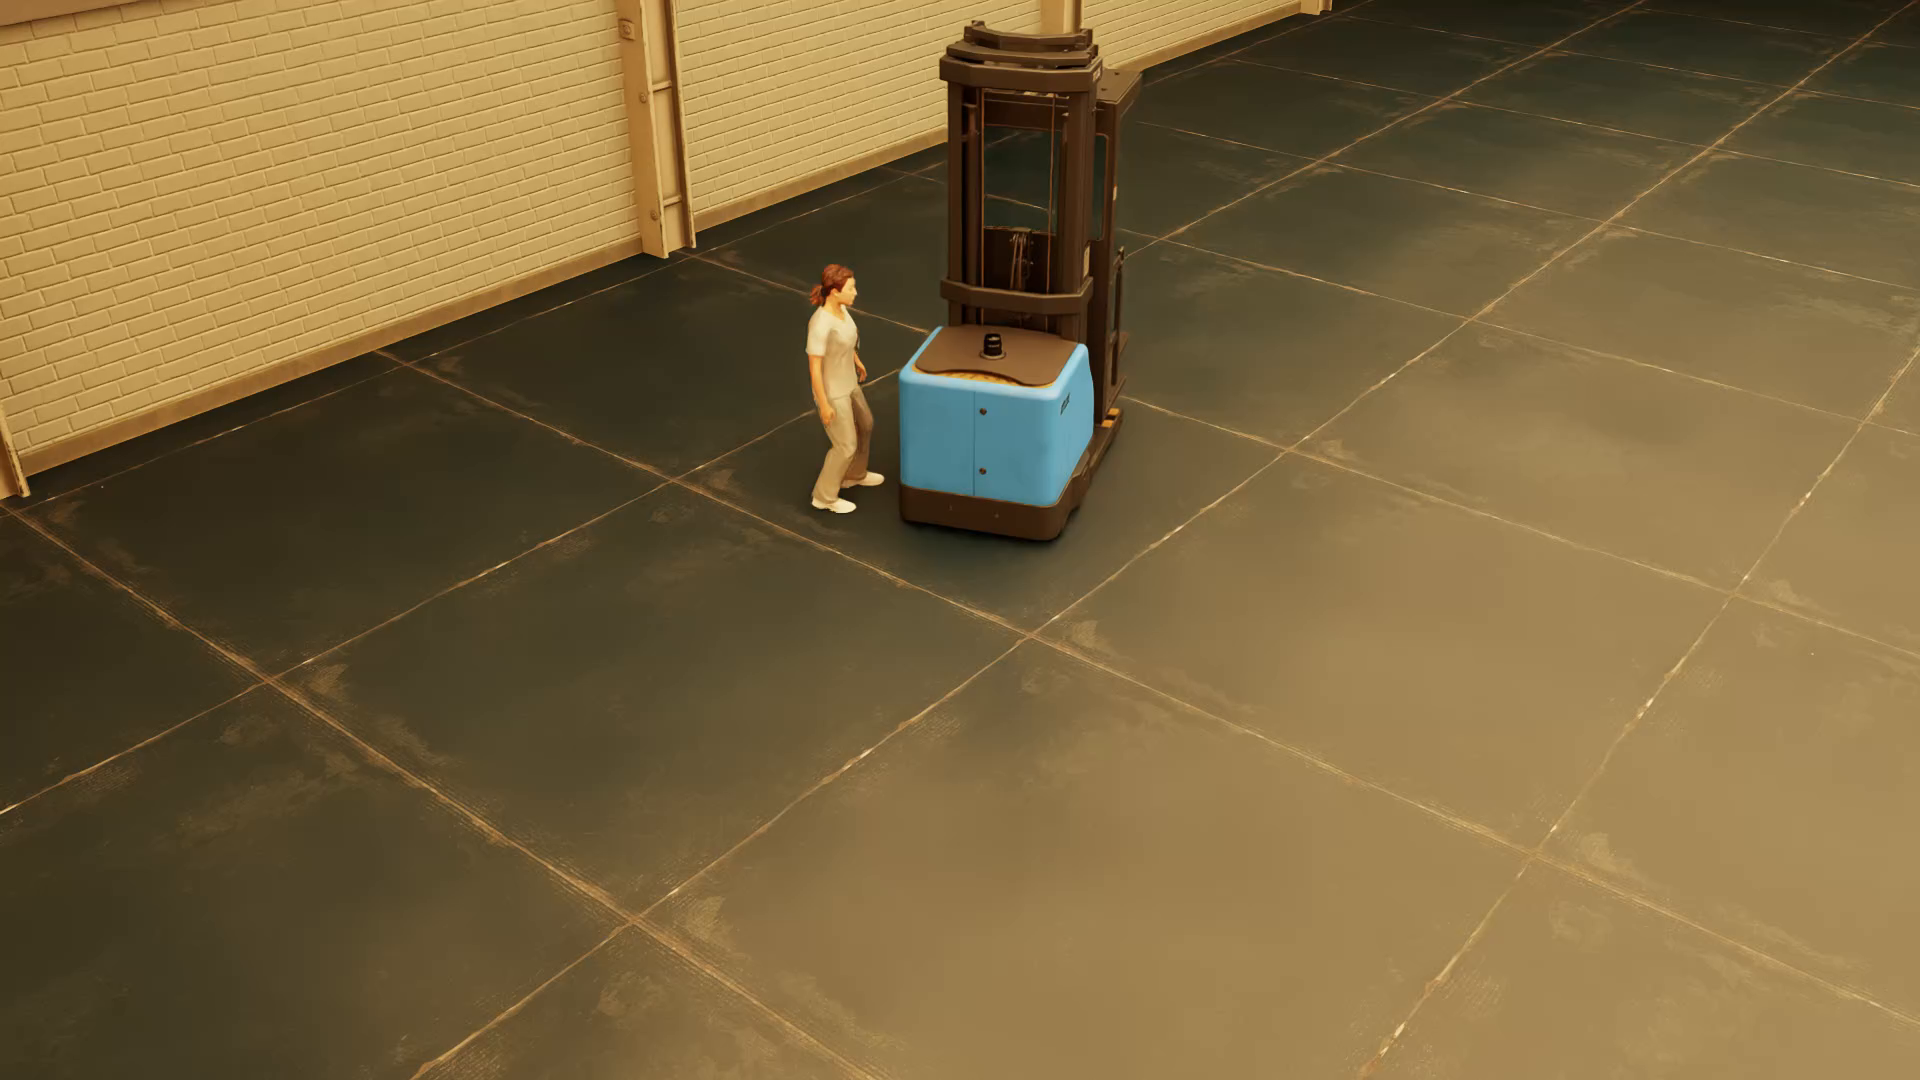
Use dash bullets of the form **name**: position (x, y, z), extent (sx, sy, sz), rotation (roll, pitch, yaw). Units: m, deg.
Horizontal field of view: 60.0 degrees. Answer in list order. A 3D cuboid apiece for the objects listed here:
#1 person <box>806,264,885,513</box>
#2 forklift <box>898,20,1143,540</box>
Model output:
- **person**: position (-0.758, -0.963, 10.524), extent (0.383, 1.640, 0.684), rotation (7, 31, 11)
- **forklift**: position (0.532, -1.994, 11.007), extent (1.130, 2.935, 3.031), rotation (9, 31, 15)
